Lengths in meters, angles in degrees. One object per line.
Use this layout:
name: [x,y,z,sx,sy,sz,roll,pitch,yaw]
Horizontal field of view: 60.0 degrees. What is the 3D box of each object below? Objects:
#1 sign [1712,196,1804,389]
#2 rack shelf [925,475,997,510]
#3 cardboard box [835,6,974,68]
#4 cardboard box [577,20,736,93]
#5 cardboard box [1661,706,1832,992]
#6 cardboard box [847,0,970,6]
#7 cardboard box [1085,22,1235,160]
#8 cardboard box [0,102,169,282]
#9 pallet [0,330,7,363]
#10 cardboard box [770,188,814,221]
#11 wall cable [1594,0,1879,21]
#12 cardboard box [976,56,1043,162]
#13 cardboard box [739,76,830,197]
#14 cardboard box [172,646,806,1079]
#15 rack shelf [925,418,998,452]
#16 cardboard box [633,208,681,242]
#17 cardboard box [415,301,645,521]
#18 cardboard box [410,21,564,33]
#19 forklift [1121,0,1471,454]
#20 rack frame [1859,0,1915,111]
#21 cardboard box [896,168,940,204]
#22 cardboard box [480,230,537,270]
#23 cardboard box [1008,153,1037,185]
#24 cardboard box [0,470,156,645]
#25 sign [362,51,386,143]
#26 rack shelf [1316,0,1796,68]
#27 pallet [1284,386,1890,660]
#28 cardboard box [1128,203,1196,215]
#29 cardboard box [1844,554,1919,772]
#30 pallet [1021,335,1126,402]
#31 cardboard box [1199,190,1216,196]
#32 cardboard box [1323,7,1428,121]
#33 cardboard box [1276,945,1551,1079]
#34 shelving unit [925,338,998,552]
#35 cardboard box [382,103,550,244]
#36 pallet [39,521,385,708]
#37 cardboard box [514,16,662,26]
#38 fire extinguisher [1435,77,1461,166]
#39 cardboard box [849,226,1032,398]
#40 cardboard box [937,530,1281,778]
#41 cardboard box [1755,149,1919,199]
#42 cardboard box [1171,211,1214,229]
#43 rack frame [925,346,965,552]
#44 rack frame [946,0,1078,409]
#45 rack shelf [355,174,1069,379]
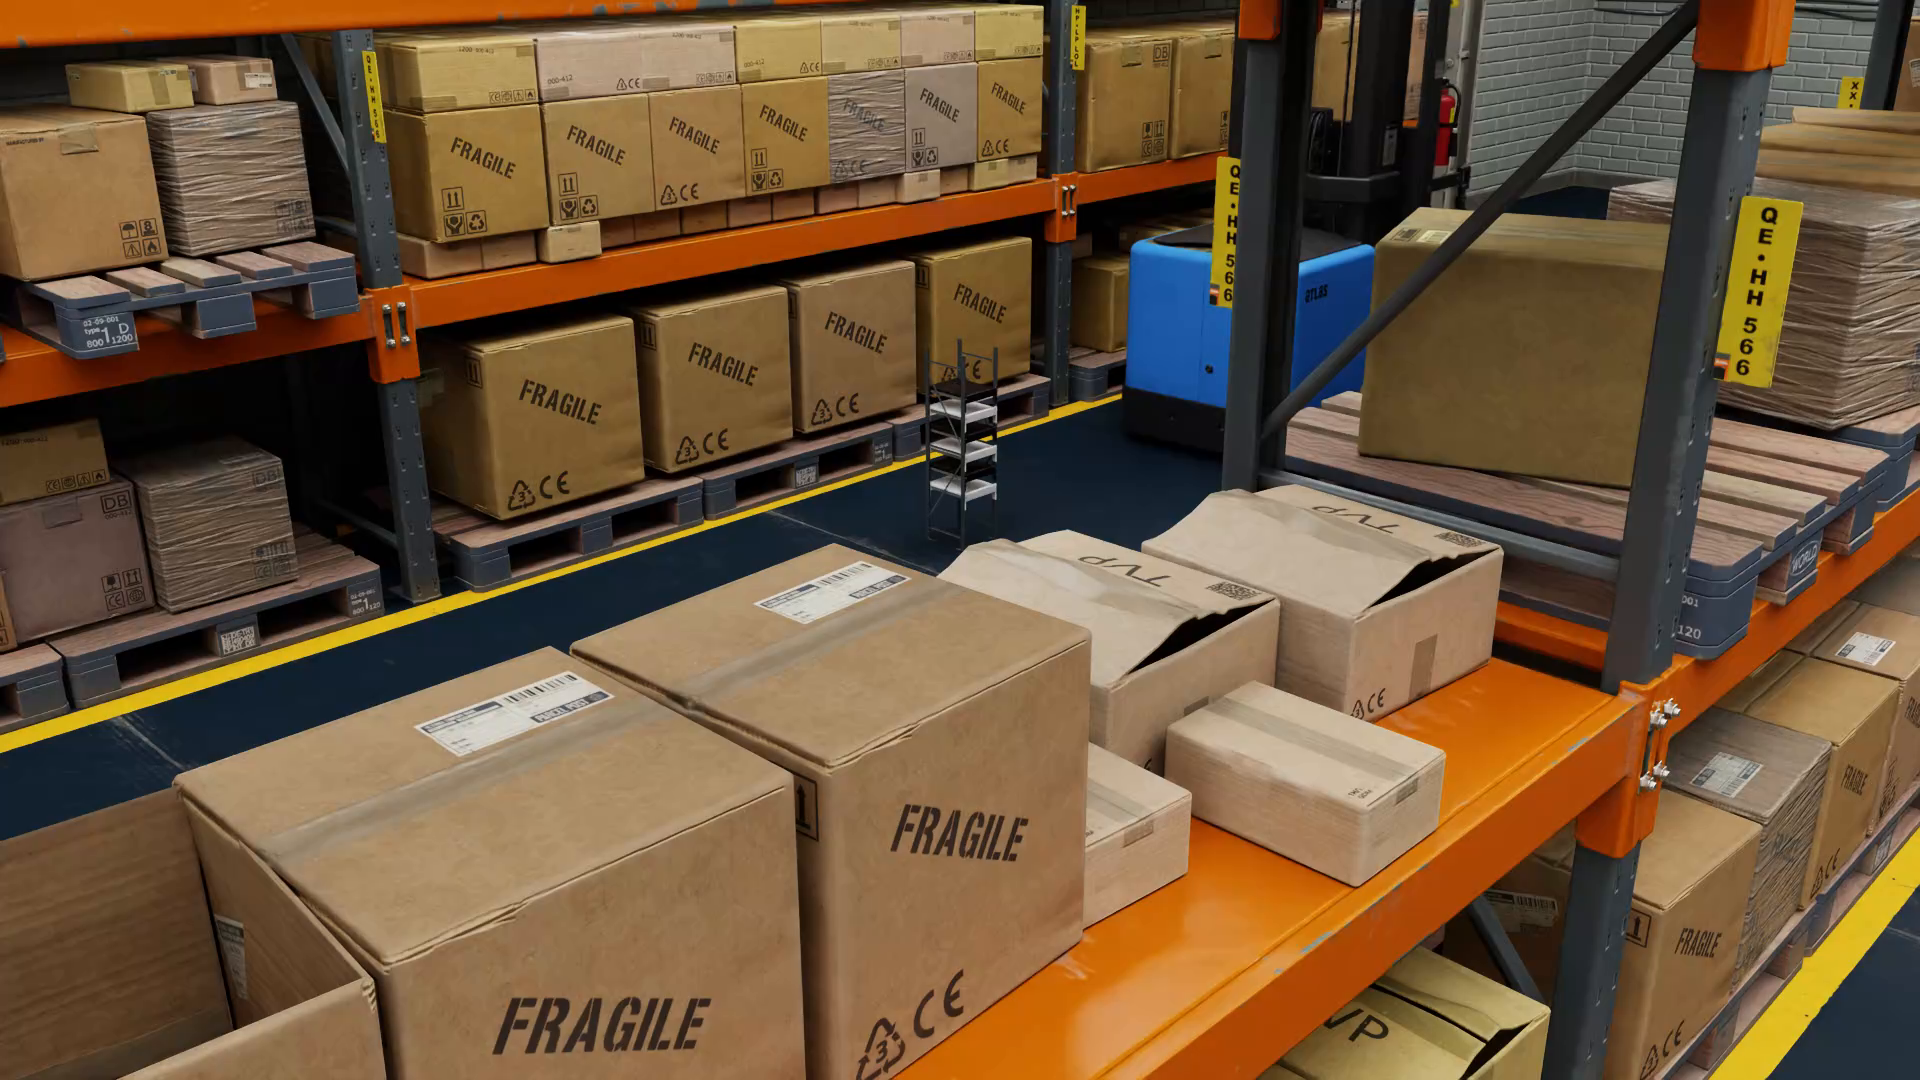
sign: [1.389,-0.430,2.899,0.100,0.325,0.005,19,28,41]
rack shelf: [0.006,-0.223,7.495,0.258,0.077,0.200,19,28,41]
cardboard box: [-0.279,-2.527,8.340,0.500,0.250,0.500,-19,28,-41]
cardboard box: [-1.341,-2.132,7.312,0.500,0.250,0.500,20,28,41]
cardboard box: [1.872,0.752,4.308,0.500,0.500,0.500,18,27,39]
cardboard box: [-0.280,-2.787,9.017,0.500,0.250,0.500,-19,28,-40]
cardboard box: [1.131,-2.757,10.147,0.980,0.700,0.700,18,28,39]
cardboard box: [-3.254,-1.245,5.880,0.700,0.500,0.500,16,26,36]
pallet: [-3.915,-0.658,5.373,1.003,0.211,1.213,19,28,41]
cardboard box: [-0.917,-1.648,8.004,0.250,0.149,0.380,-19,28,-40]
wall cable: [7.220,-6.038,15.070,3.097,2.526,0.112,19,28,41]
cardboard box: [0.086,-2.308,8.817,0.500,0.500,0.500,19,28,40]
cardboard box: [-0.964,-1.918,7.801,0.500,0.500,0.500,-19,28,-41]
cardboard box: [-0.537,0.496,1.963,0.500,0.500,0.500,19,28,41]
rack shelf: [0.006,-0.475,7.398,0.258,0.077,0.200,19,28,41]
cardboard box: [-1.477,-1.460,7.513,0.250,0.149,0.380,-19,28,-41]
cardboard box: [-1.956,-0.615,7.406,0.750,0.750,0.750,19,28,40]
cardboard box: [-2.068,-2.125,7.296,0.500,0.250,0.500,18,27,39]
forklift: [2.216,-2.190,9.186,1.130,2.935,3.031,17,27,38]
rack frame: [3.779,-1.056,6.141,1.000,3.000,0.127,19,28,41]
cardboard box: [-0.320,-1.820,8.452,0.380,0.149,0.250,19,28,41]
cardboard box: [-1.985,-1.248,6.963,0.250,0.149,0.380,-20,29,-41]
cardboard box: [0.195,-2.029,8.995,0.380,0.149,0.250,20,28,41]
cardboard box: [-3.471,-0.004,6.274,0.700,0.500,0.500,19,28,41]
sign: [-2.168,-1.637,6.149,0.100,0.325,0.005,19,28,41]
rack shelf: [2.384,-1.606,4.395,1.077,0.370,4.000,19,28,41]
pallet: [1.411,-0.130,3.999,1.213,0.211,1.003,19,28,41]
cardboard box: [1.306,-2.074,10.785,0.380,0.149,0.250,20,28,41]
cardboard box: [2.939,0.358,5.334,0.500,0.500,0.500,20,29,41]
pallet: [0.814,-1.169,10.322,1.003,0.211,1.213,19,28,41]
cardboard box: [1.840,-2.272,11.300,0.250,0.149,0.380,-20,28,-41]
cardboard box: [2.669,-3.330,11.638,0.700,0.700,0.980,-19,28,-40]
cardboard box: [0.800,0.994,3.273,0.500,0.311,0.500,-19,28,-41]
shelving unit: [0.006,-0.422,7.419,0.258,0.900,0.210,19,28,41]
cardboard box: [-2.041,-1.522,6.773,0.500,0.500,0.500,-19,28,-40]
pallet: [-3.109,0.235,6.668,1.003,0.211,1.213,19,28,41]
cardboard box: [-1.708,-2.256,7.637,0.500,0.250,0.500,18,28,39]
fire extinguisher: [3.454,-3.036,11.921,0.296,0.674,0.183,19,28,41]
cardboard box: [-0.133,-1.288,9.155,0.750,0.750,0.750,20,28,41]
cardboard box: [0.226,0.195,3.010,0.500,0.311,0.500,19,28,40]
cardboard box: [2.591,-0.829,4.826,0.700,0.500,0.500,12,24,27]
cardboard box: [1.556,-1.970,10.514,0.380,0.149,0.250,18,28,39]
rack frame: [-0.065,-0.396,7.351,0.240,0.900,0.006,19,28,41]
rack frame: [0.228,-2.295,9.364,1.000,3.000,0.127,19,28,41]
rack shelf: [-1.168,-1.445,8.156,1.077,0.370,4.000,19,28,41]
